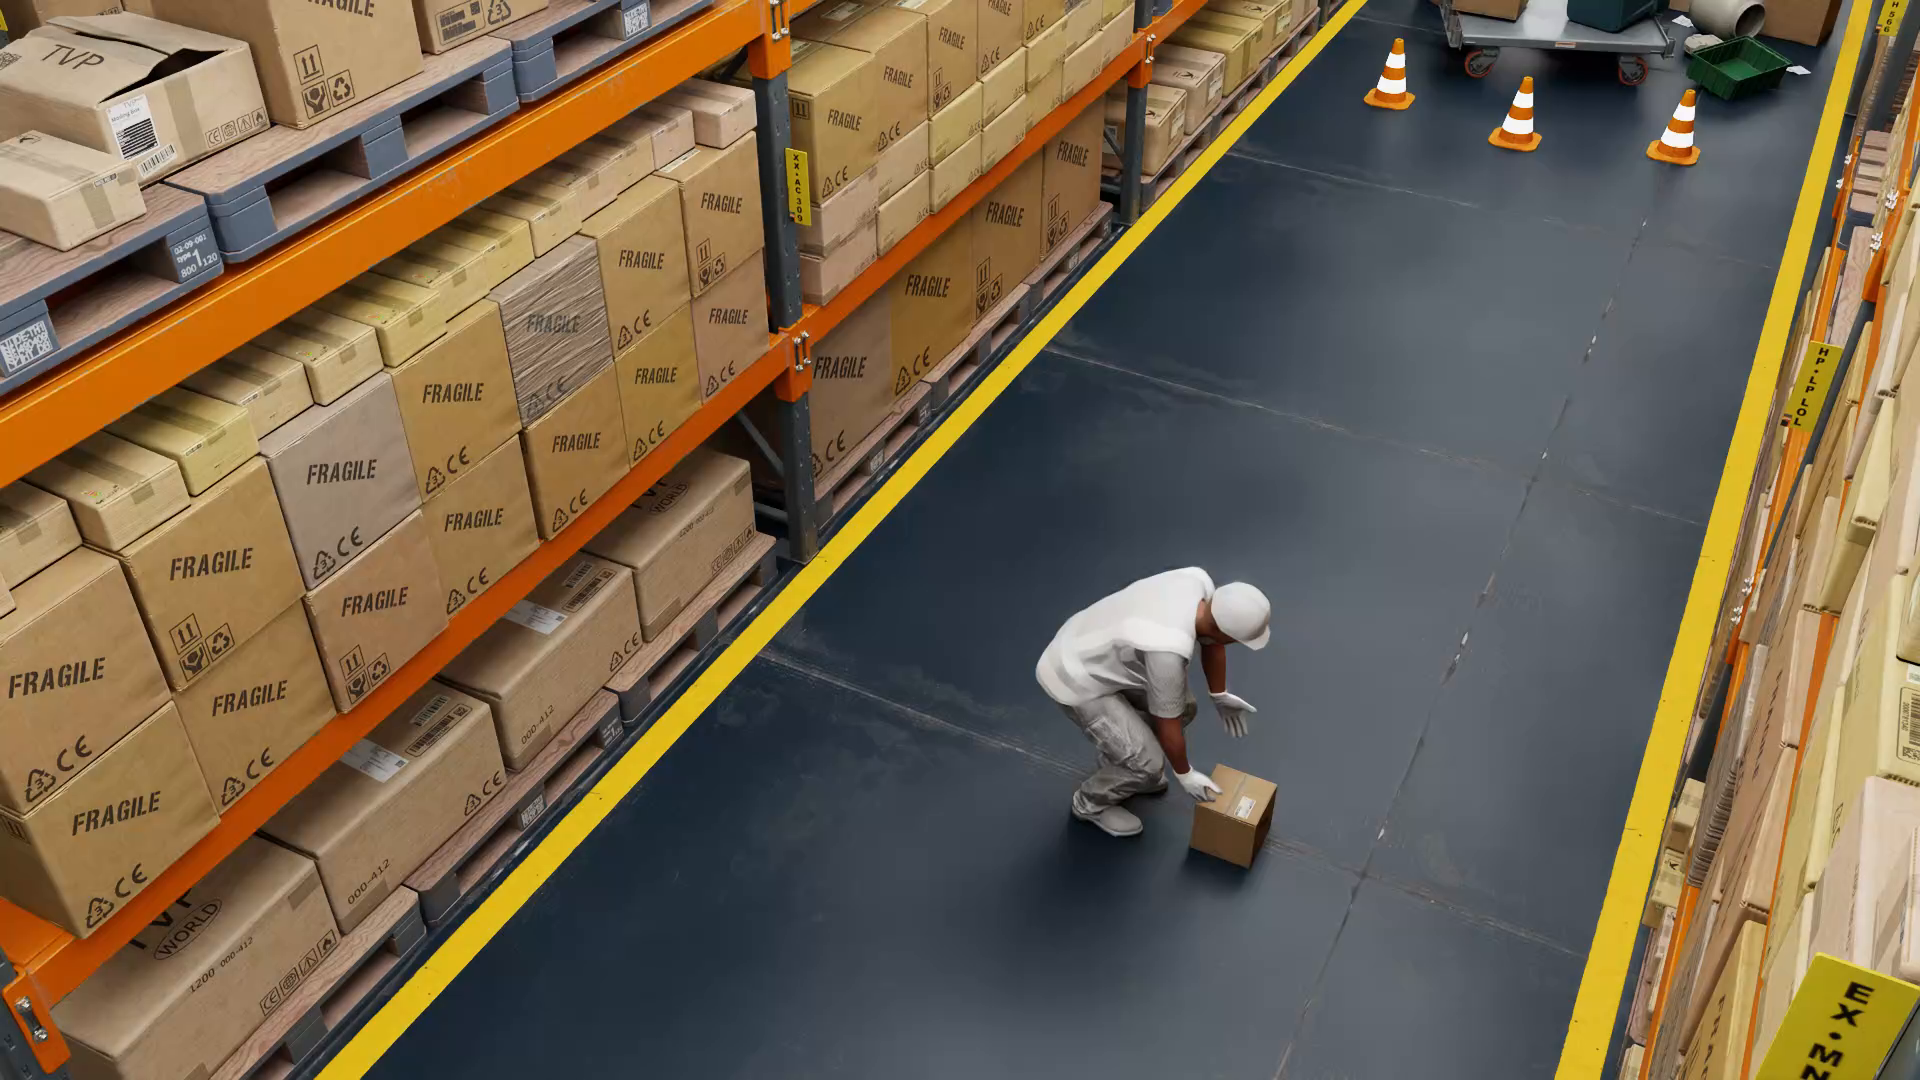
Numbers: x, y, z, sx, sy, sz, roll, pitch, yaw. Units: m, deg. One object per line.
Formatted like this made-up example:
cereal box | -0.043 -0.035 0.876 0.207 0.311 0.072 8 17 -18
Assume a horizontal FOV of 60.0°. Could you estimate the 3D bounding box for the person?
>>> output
person | 0.738 0.574 6.446 0.845 1.227 0.603 18 41 21
